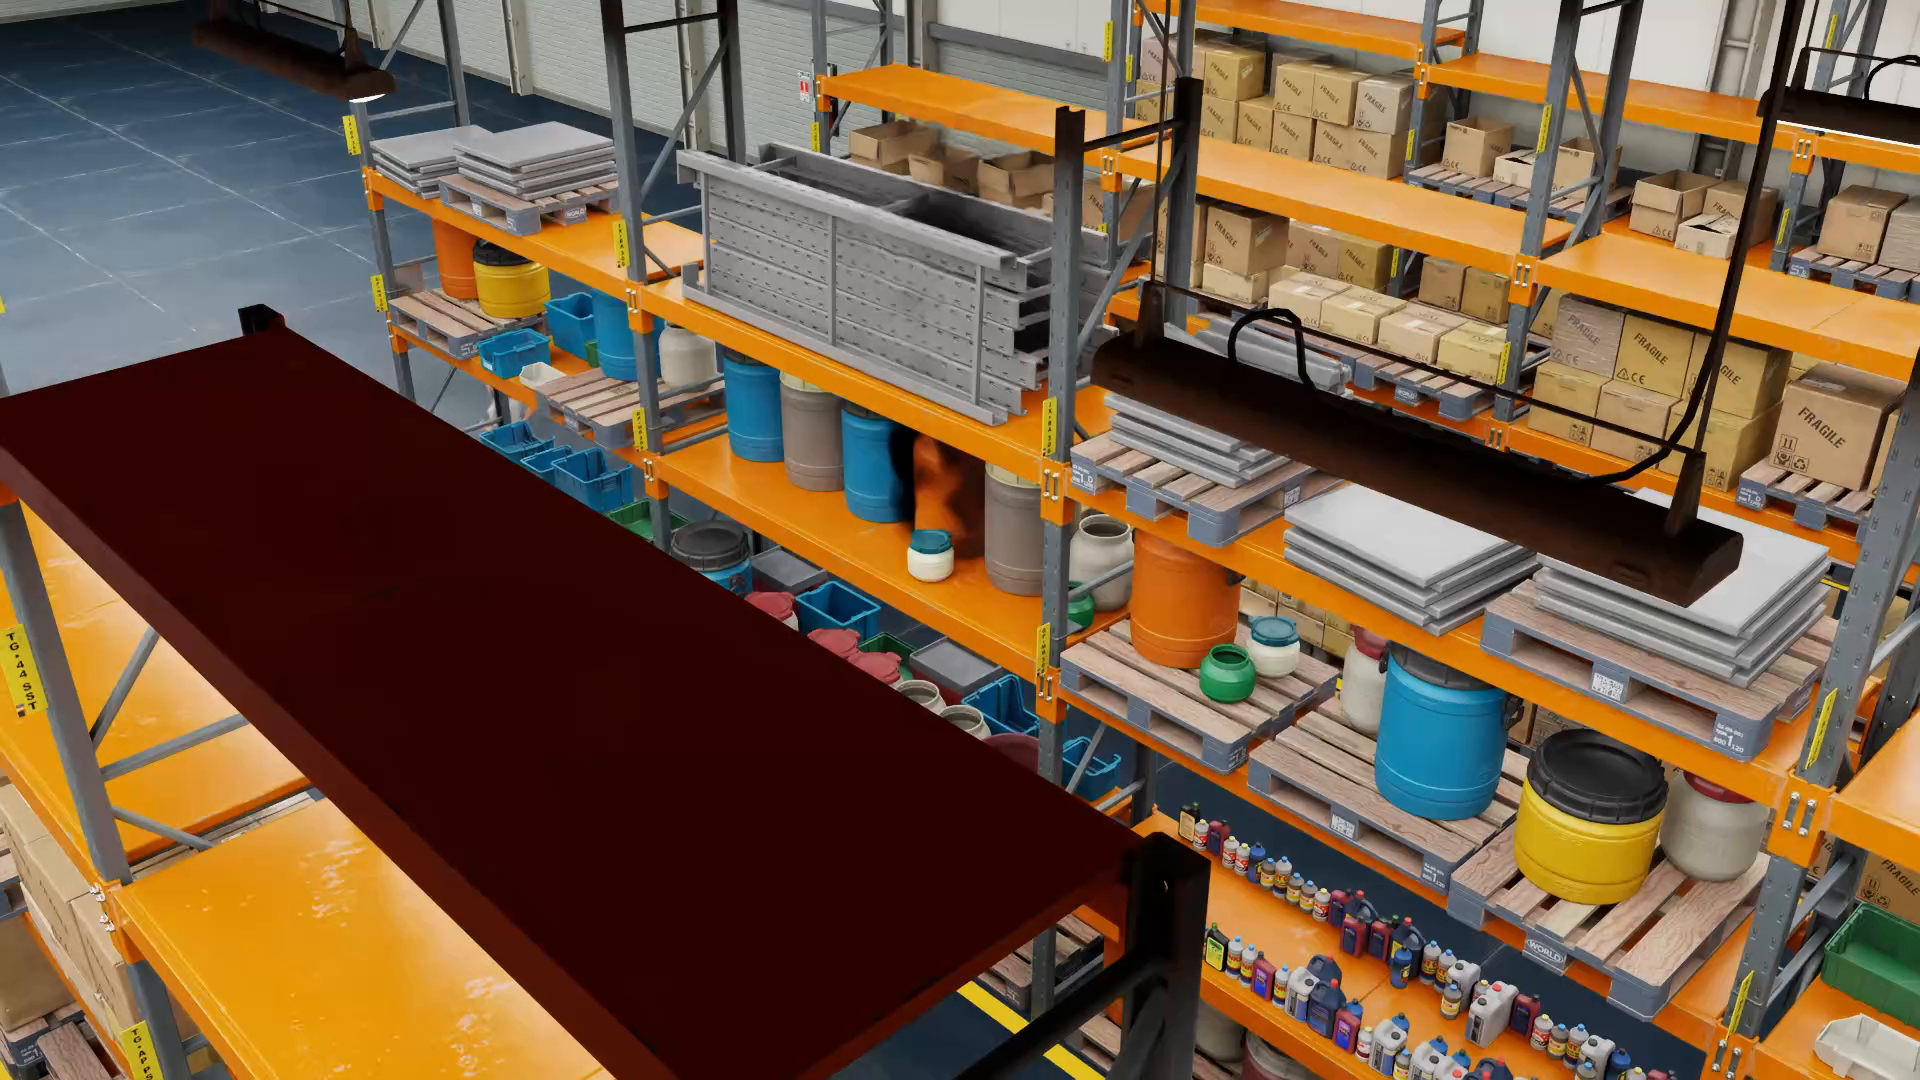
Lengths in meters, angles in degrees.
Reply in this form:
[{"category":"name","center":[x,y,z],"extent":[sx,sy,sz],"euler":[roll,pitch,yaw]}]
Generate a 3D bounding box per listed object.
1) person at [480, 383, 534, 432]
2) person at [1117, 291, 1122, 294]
[{"category":"person","center":[-4.564,-0.976,16.970],"extent":[0.650,1.682,0.585],"euler":[4,28,7]},{"category":"person","center":[1.786,-1.950,18.639],"extent":[0.943,1.764,0.647],"euler":[16,32,28]}]
